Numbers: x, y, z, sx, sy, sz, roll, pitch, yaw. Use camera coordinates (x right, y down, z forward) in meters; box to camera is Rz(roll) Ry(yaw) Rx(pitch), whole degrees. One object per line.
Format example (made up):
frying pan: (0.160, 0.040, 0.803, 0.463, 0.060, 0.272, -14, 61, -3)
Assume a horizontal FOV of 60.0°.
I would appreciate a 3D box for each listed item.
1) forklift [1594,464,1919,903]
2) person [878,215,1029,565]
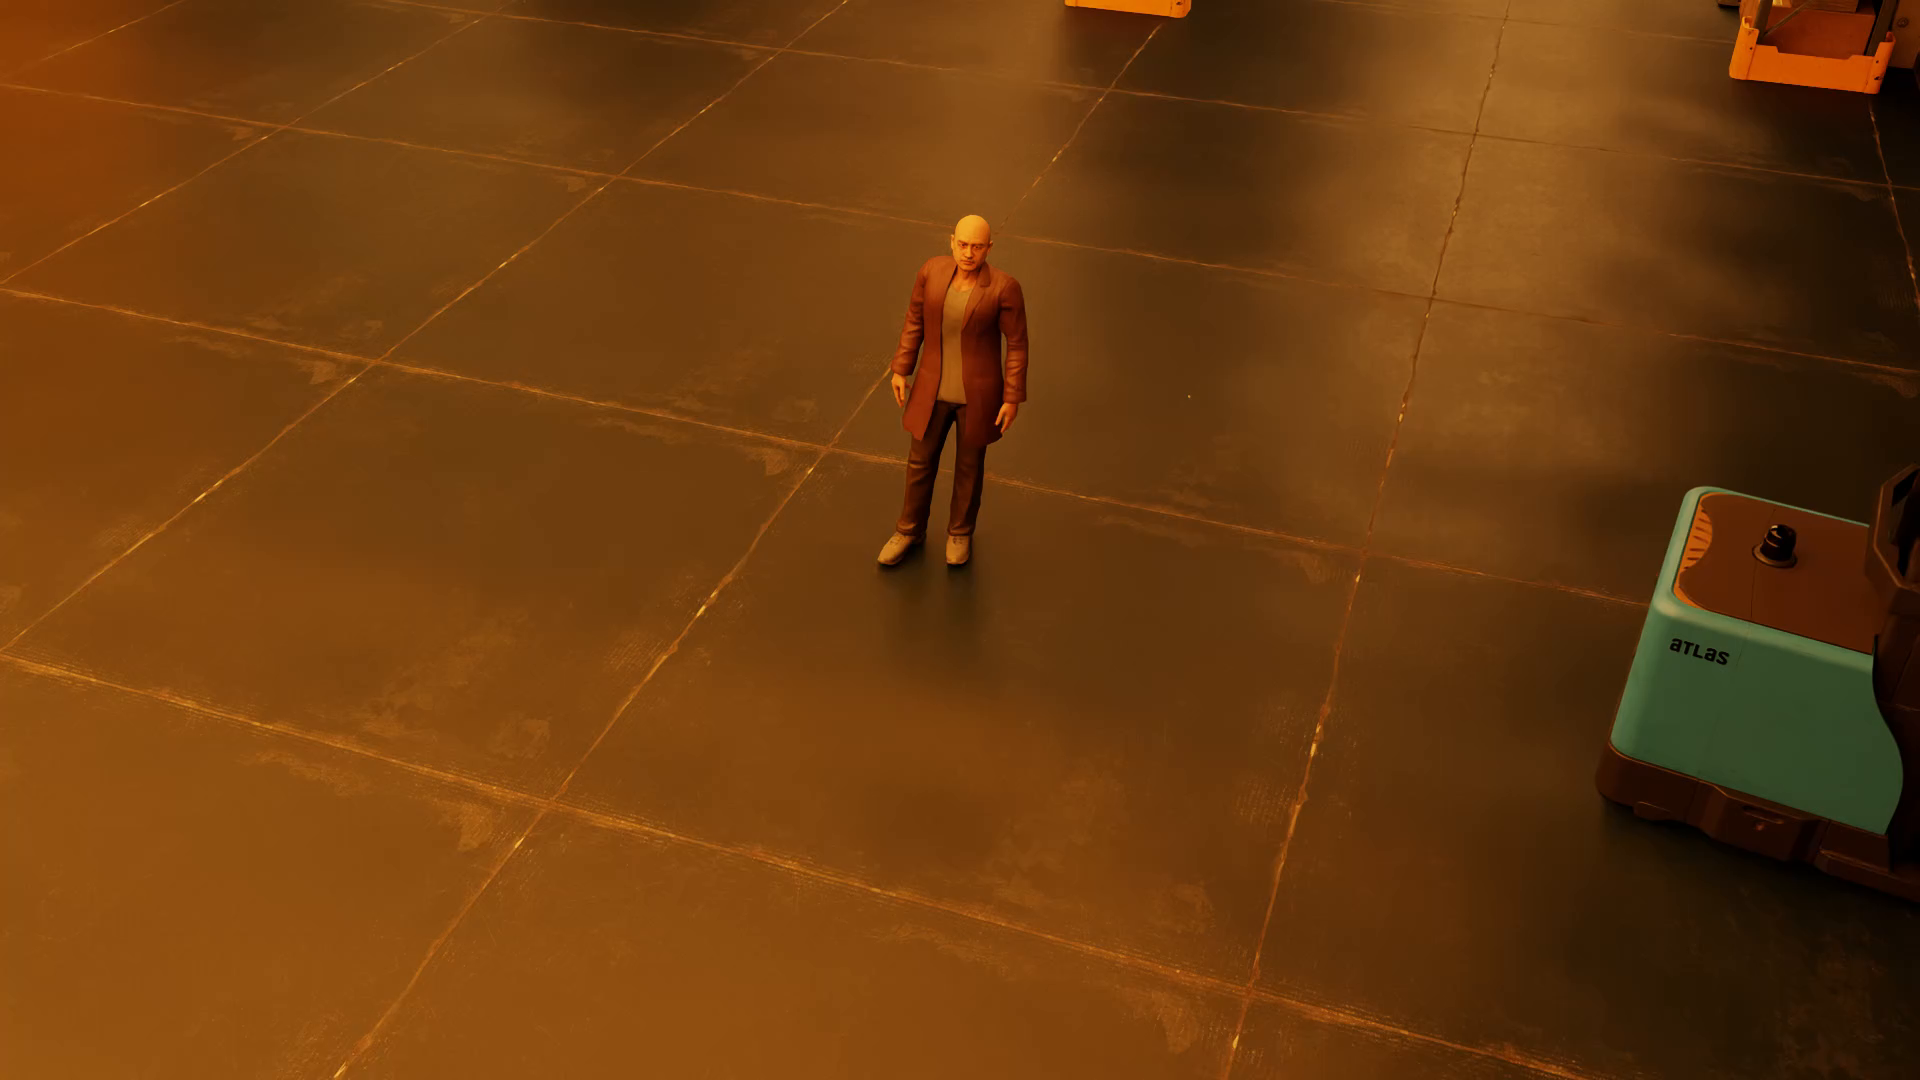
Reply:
forklift: (4.241, 0.073, 6.008, 3.031, 2.935, 1.130, 17, 39, 22)
person: (-0.034, -0.682, 8.057, 0.698, 1.778, 0.579, 12, 37, 16)
